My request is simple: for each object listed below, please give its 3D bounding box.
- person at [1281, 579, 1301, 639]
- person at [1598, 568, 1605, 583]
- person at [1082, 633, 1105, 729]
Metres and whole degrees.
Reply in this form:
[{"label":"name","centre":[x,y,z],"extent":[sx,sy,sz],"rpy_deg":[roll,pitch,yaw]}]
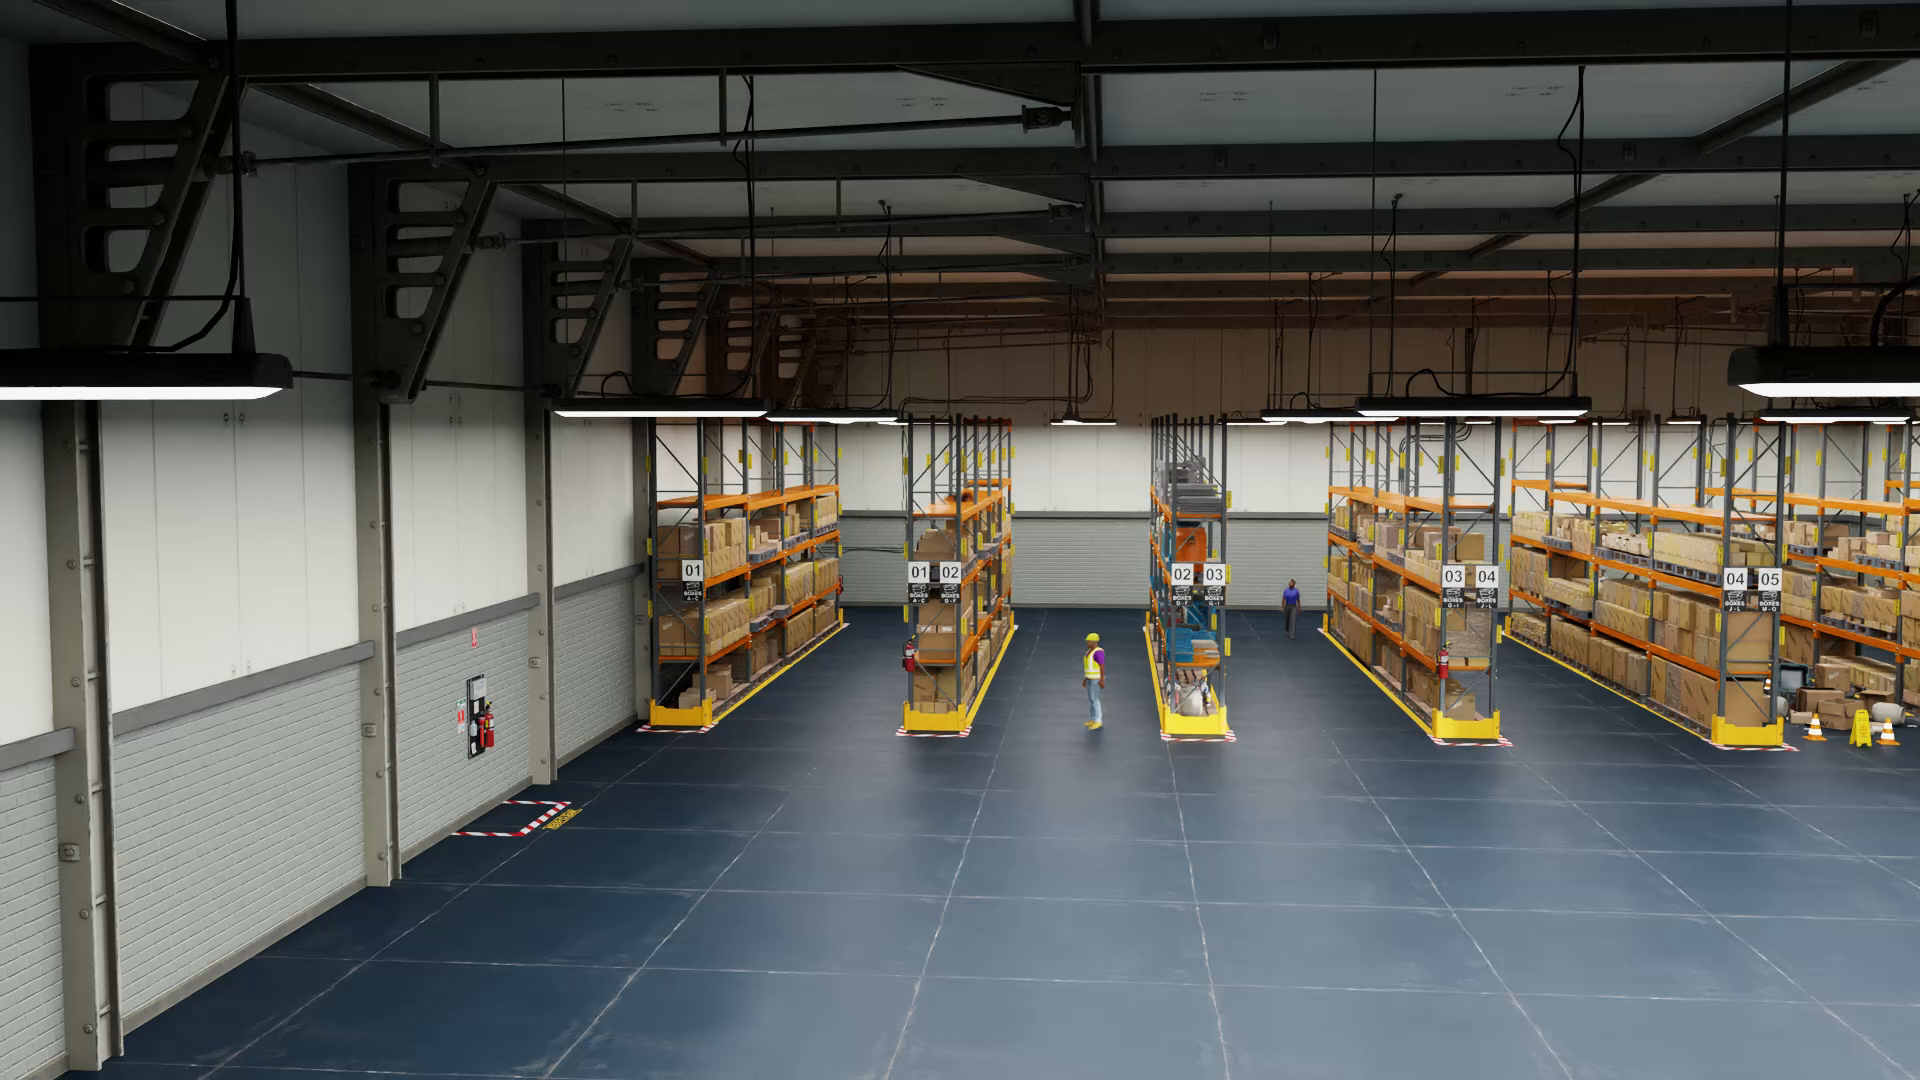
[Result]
[{"label":"person","centre":[9.032,1.875,45.322],"extent":[0.534,1.599,0.928],"rpy_deg":[1,4,11]},{"label":"person","centre":[18.410,1.645,47.893],"extent":[0.427,1.681,0.462],"rpy_deg":[-1,4,-10]},{"label":"person","centre":[2.544,2.695,31.936],"extent":[0.413,1.793,0.654],"rpy_deg":[-1,4,-19]}]
